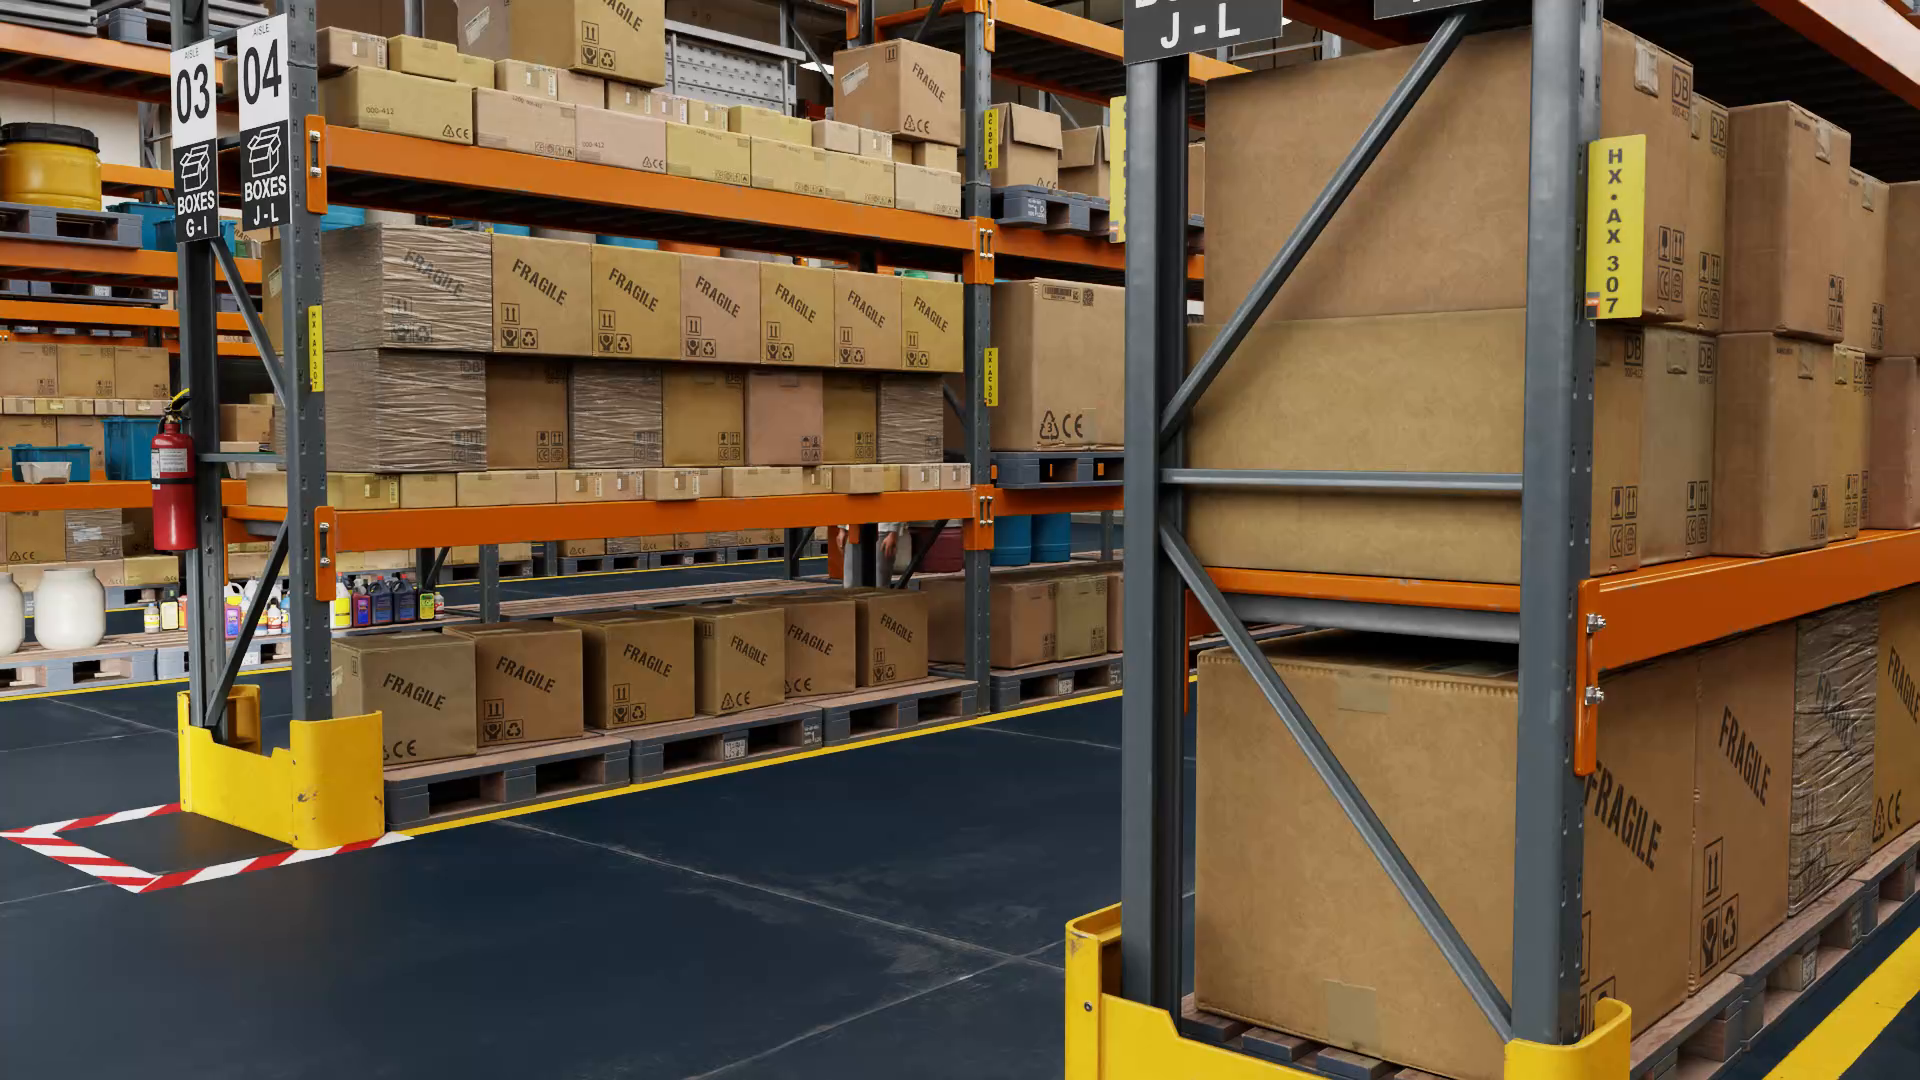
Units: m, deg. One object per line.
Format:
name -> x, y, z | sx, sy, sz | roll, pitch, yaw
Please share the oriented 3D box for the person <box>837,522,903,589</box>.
person -> -0.660, -0.038, 12.131 | 0.581, 1.771, 0.464 | 3, 5, 41
